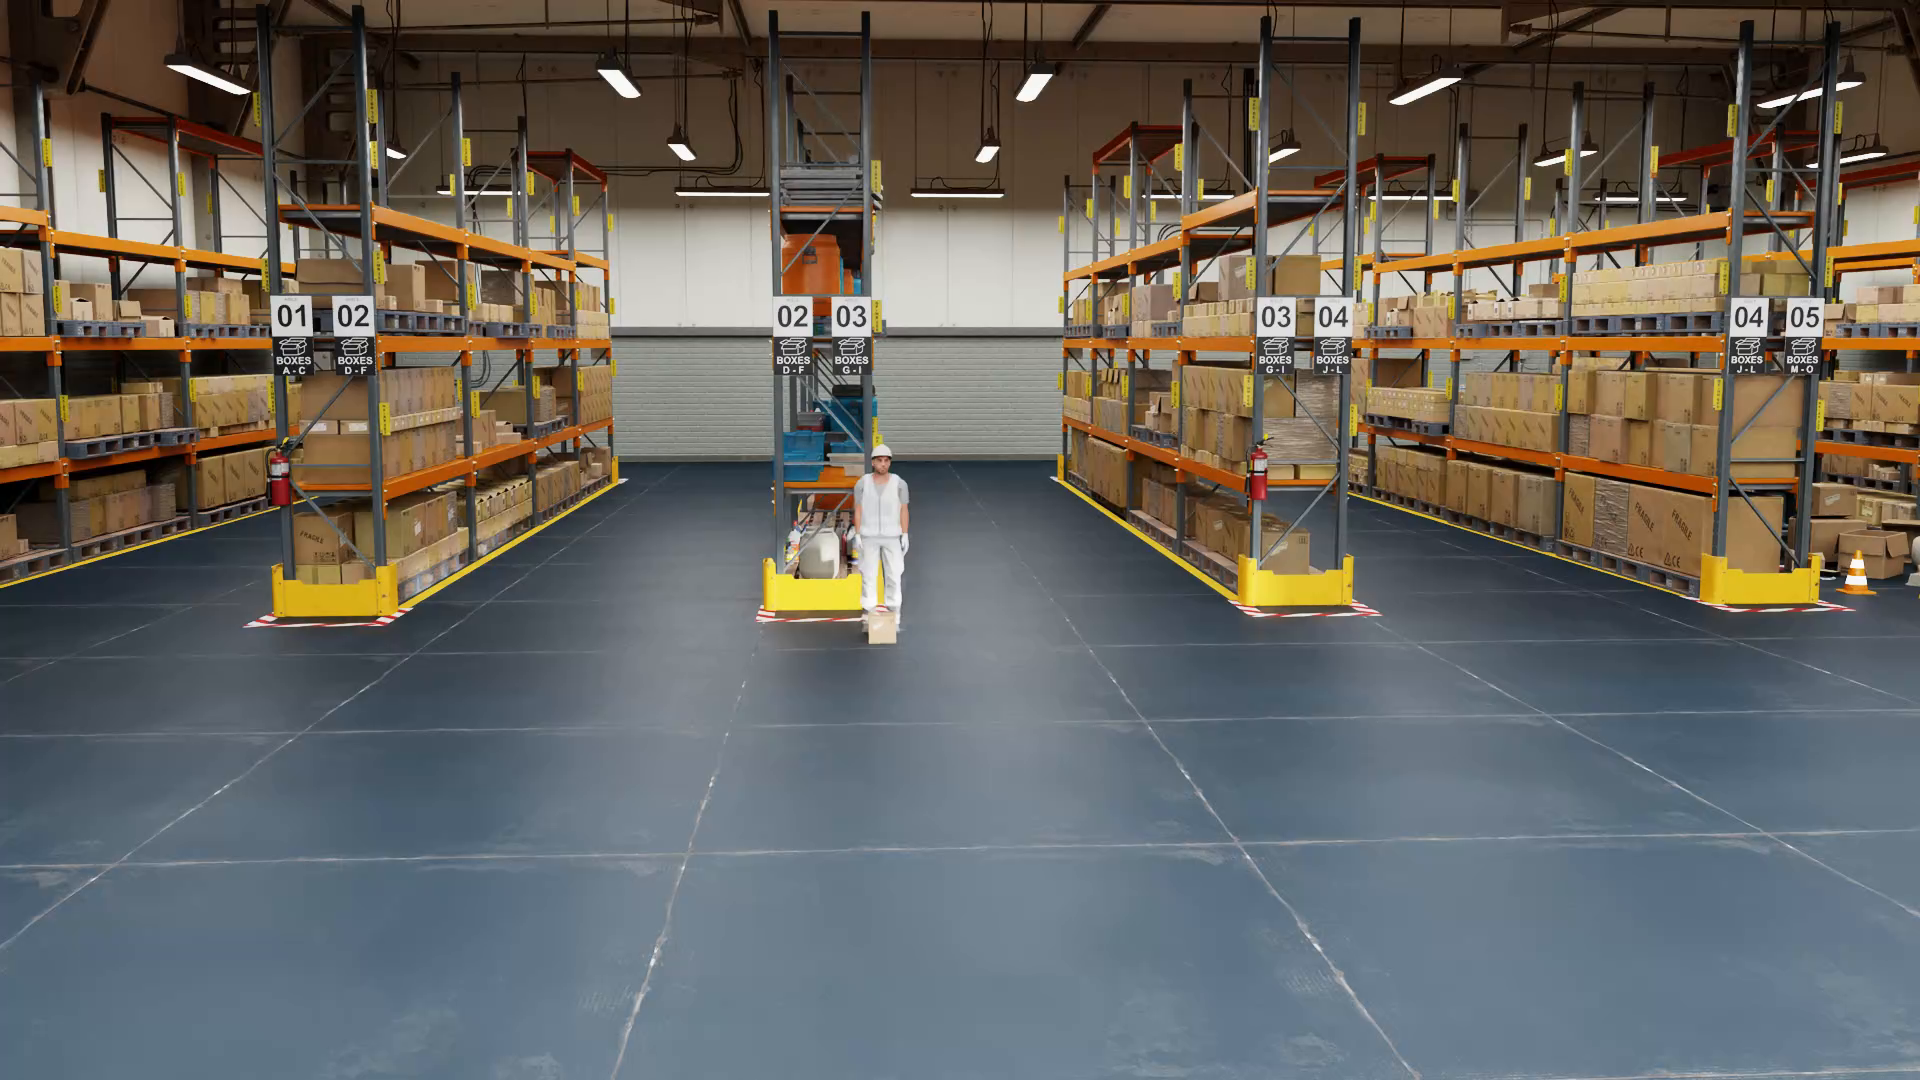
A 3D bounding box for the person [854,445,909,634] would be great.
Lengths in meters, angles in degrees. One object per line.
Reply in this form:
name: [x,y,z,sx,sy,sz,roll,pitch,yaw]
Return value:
person: [-0.741,0.010,15.721,0.524,1.825,0.349,0,7,-2]
